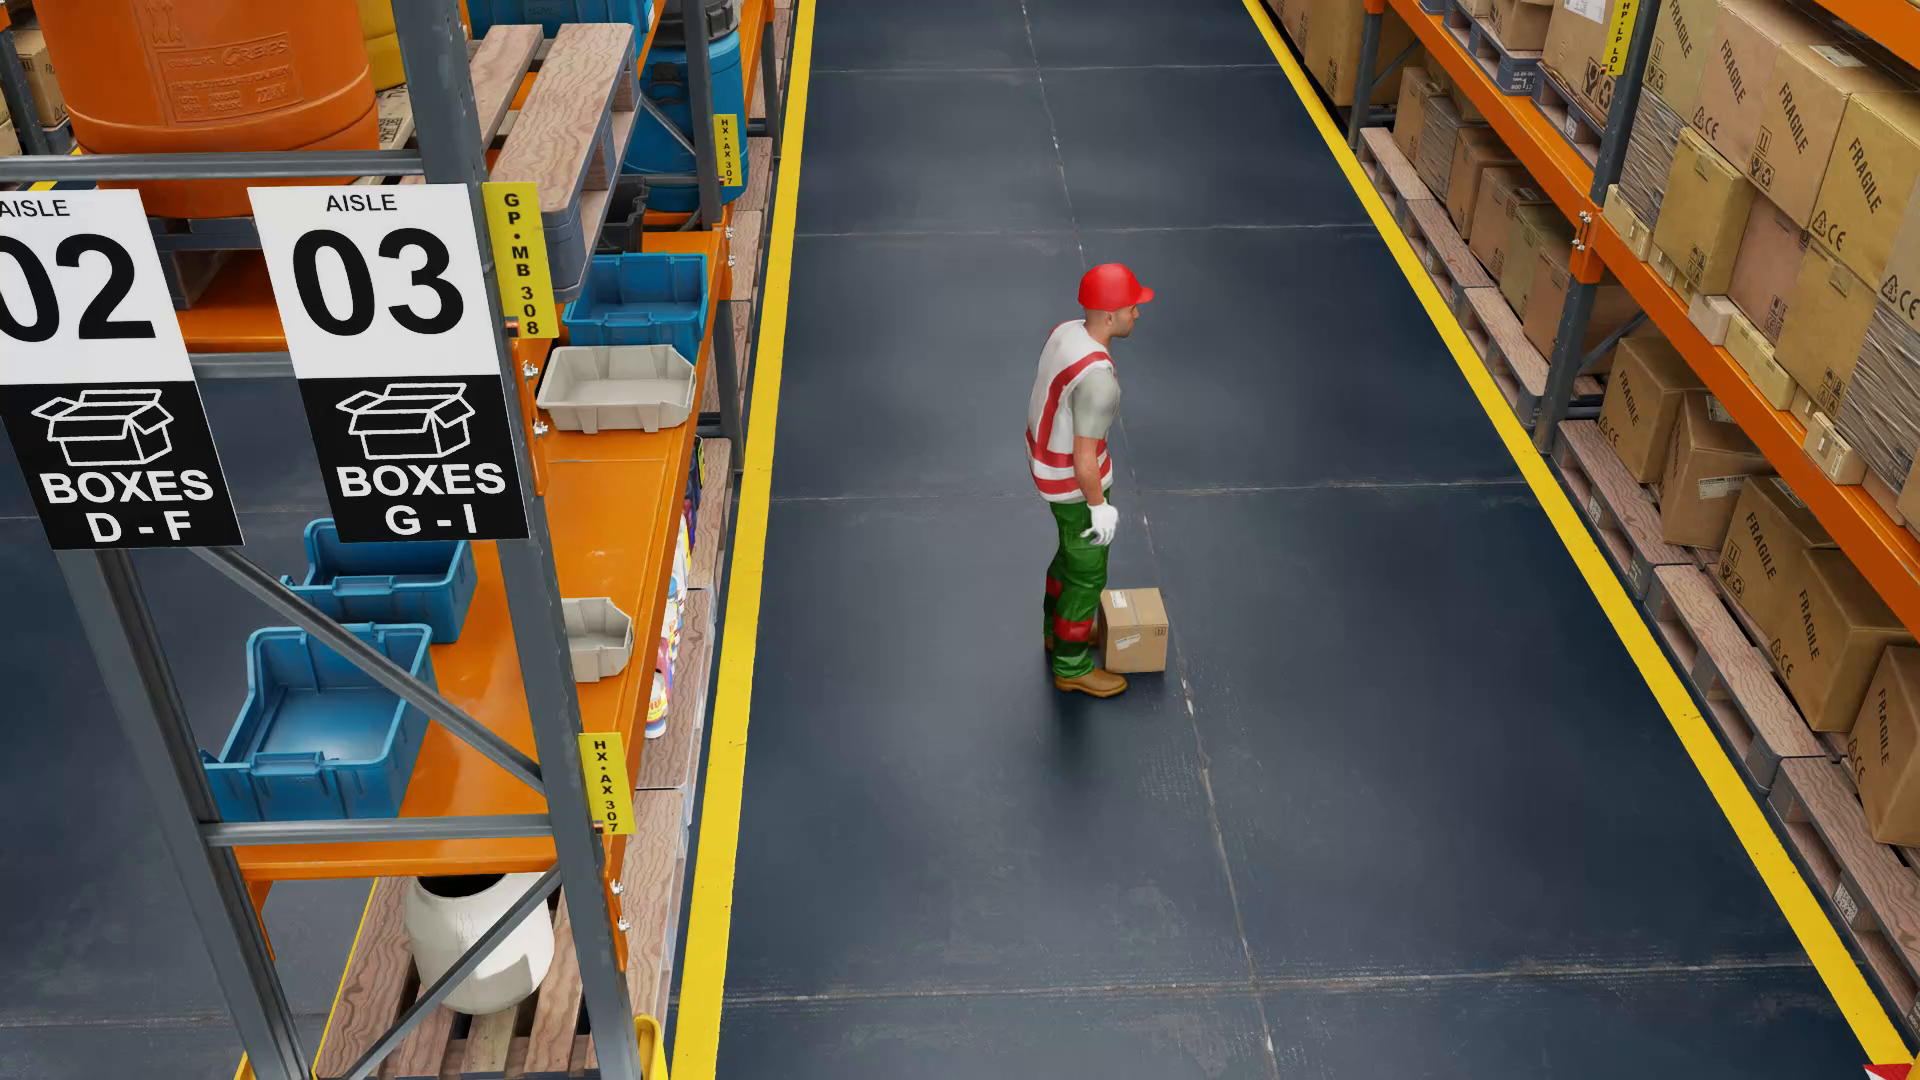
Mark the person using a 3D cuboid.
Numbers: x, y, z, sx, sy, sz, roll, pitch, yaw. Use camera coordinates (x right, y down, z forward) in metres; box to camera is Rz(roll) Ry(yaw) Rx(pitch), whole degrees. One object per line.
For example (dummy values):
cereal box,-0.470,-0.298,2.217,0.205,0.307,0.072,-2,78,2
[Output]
person,0.488,-0.242,6.479,0.453,1.778,0.616,-4,35,-5
